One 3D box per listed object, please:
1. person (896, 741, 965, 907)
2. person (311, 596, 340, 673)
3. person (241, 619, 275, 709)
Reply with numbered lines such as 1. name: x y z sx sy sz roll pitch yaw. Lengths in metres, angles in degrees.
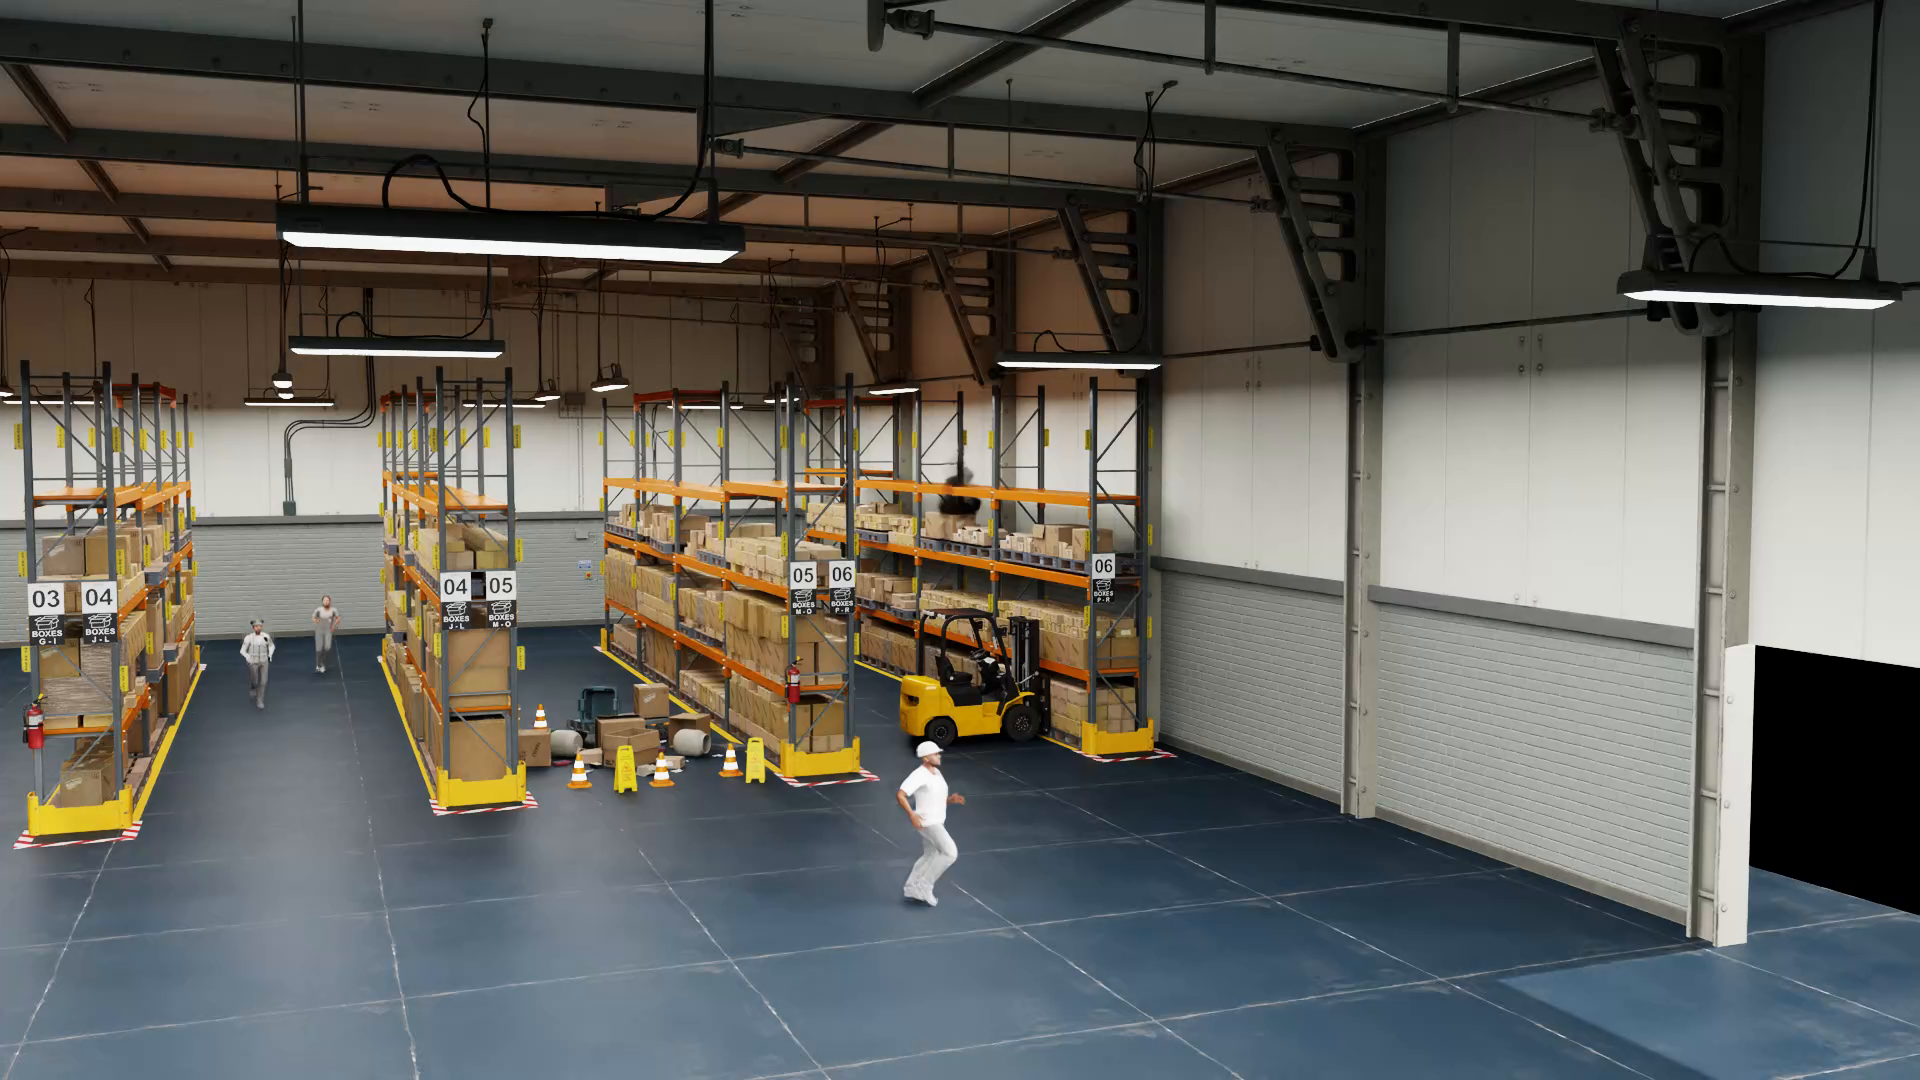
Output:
1. person: -0.290 3.045 17.881 0.688 1.759 0.673 1 4 13
2. person: -13.650 2.032 35.796 0.570 1.680 0.680 -1 4 -18
3. person: -13.166 2.302 31.220 0.617 1.671 0.696 -2 4 -32
